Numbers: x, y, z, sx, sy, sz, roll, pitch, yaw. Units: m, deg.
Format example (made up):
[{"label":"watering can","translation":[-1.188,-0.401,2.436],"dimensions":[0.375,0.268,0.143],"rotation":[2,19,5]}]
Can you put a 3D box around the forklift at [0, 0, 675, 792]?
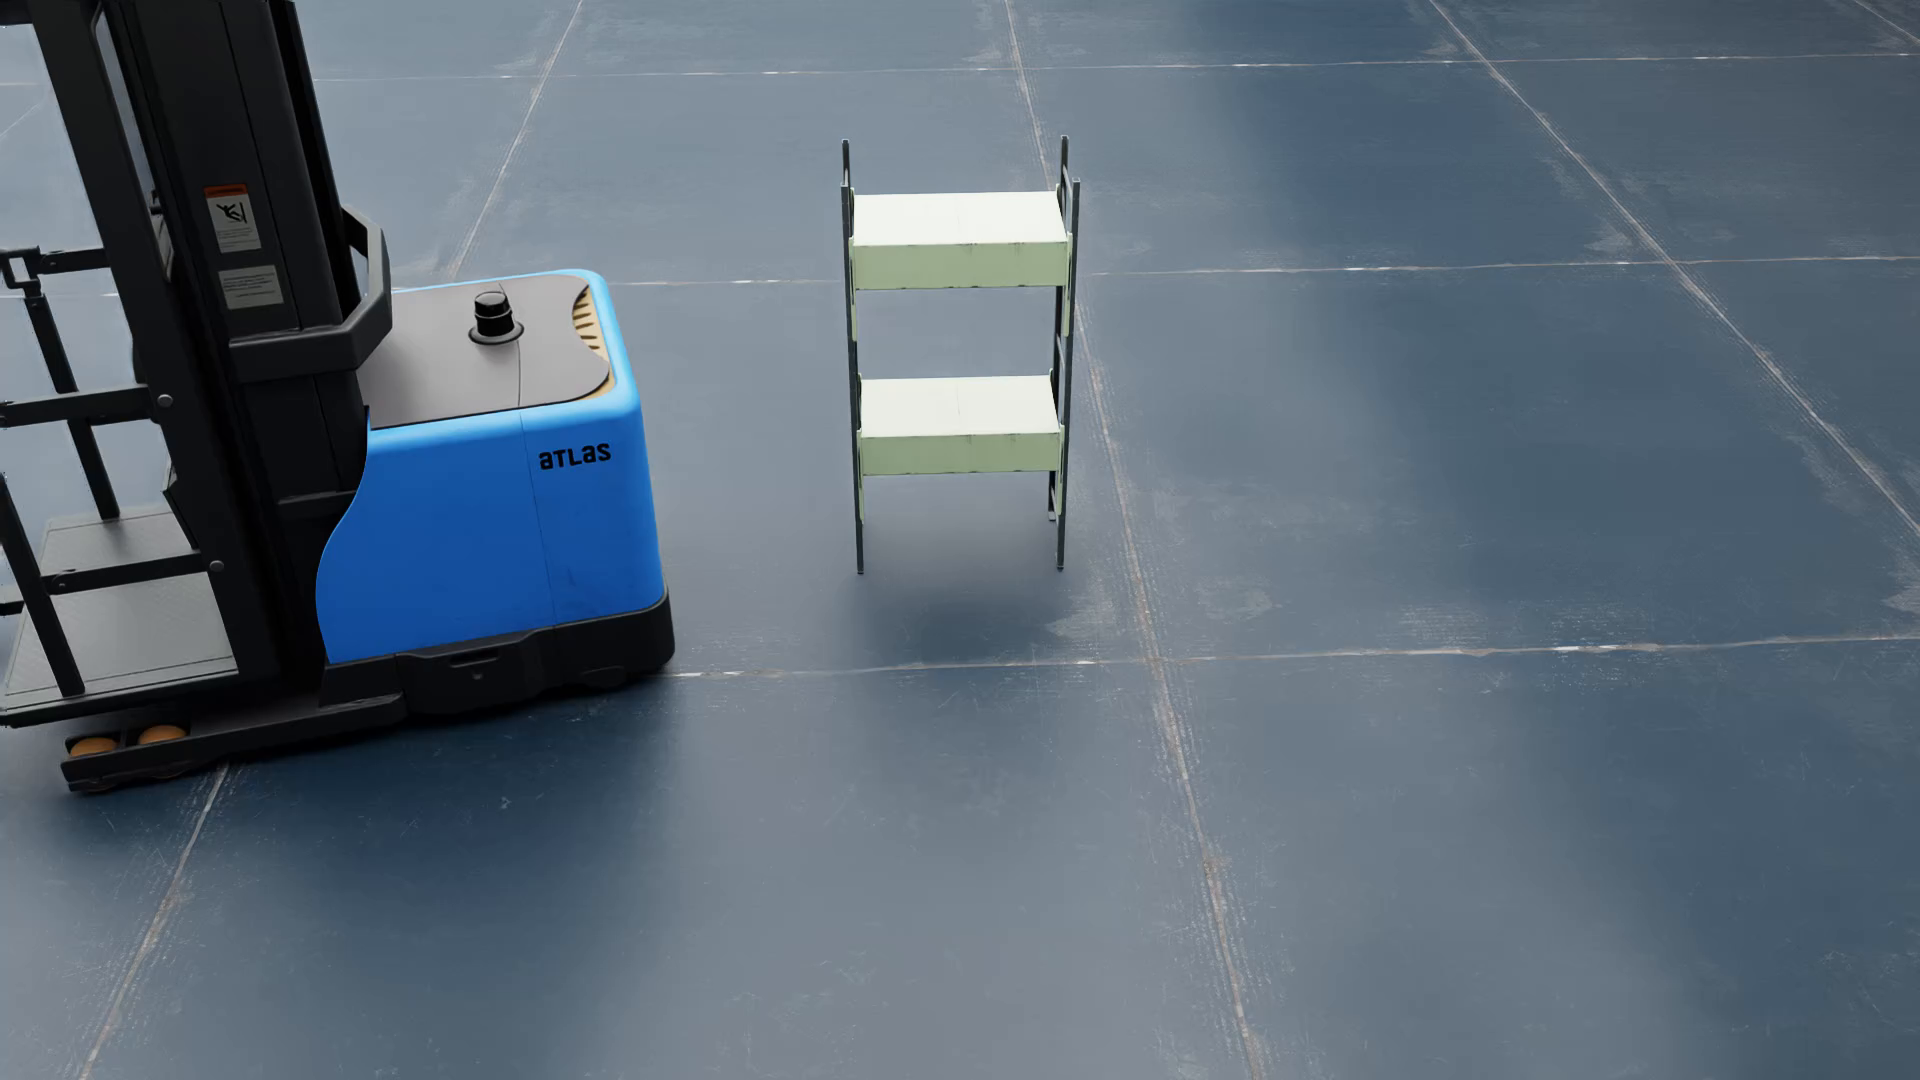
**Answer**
[{"label":"forklift","translation":[-2.533,-0.767,4.783],"dimensions":[3.031,2.935,1.130],"rotation":[-10,36,-14]}]

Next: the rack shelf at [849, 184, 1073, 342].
[{"label":"rack shelf","translation":[-0.007,-0.937,5.601],"dimensions":[0.720,0.370,0.431],"rotation":[-2,35,-2]}]

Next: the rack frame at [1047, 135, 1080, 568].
[{"label":"rack frame","translation":[0.359,-0.626,5.837],"dimensions":[0.023,1.500,0.400],"rotation":[-2,35,-2]}]

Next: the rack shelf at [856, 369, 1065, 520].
[{"label":"rack shelf","translation":[-0.007,-0.348,6.008],"dimensions":[0.720,0.370,0.431],"rotation":[-2,35,-2]}]

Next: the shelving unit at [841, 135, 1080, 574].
[{"label":"shelving unit","translation":[-0.007,-0.617,5.823],"dimensions":[0.755,1.500,0.431],"rotation":[-2,35,-2]}]

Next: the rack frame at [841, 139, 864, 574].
[{"label":"rack frame","translation":[-0.372,-0.607,5.809],"dimensions":[0.023,1.500,0.400],"rotation":[-2,35,-2]}]
